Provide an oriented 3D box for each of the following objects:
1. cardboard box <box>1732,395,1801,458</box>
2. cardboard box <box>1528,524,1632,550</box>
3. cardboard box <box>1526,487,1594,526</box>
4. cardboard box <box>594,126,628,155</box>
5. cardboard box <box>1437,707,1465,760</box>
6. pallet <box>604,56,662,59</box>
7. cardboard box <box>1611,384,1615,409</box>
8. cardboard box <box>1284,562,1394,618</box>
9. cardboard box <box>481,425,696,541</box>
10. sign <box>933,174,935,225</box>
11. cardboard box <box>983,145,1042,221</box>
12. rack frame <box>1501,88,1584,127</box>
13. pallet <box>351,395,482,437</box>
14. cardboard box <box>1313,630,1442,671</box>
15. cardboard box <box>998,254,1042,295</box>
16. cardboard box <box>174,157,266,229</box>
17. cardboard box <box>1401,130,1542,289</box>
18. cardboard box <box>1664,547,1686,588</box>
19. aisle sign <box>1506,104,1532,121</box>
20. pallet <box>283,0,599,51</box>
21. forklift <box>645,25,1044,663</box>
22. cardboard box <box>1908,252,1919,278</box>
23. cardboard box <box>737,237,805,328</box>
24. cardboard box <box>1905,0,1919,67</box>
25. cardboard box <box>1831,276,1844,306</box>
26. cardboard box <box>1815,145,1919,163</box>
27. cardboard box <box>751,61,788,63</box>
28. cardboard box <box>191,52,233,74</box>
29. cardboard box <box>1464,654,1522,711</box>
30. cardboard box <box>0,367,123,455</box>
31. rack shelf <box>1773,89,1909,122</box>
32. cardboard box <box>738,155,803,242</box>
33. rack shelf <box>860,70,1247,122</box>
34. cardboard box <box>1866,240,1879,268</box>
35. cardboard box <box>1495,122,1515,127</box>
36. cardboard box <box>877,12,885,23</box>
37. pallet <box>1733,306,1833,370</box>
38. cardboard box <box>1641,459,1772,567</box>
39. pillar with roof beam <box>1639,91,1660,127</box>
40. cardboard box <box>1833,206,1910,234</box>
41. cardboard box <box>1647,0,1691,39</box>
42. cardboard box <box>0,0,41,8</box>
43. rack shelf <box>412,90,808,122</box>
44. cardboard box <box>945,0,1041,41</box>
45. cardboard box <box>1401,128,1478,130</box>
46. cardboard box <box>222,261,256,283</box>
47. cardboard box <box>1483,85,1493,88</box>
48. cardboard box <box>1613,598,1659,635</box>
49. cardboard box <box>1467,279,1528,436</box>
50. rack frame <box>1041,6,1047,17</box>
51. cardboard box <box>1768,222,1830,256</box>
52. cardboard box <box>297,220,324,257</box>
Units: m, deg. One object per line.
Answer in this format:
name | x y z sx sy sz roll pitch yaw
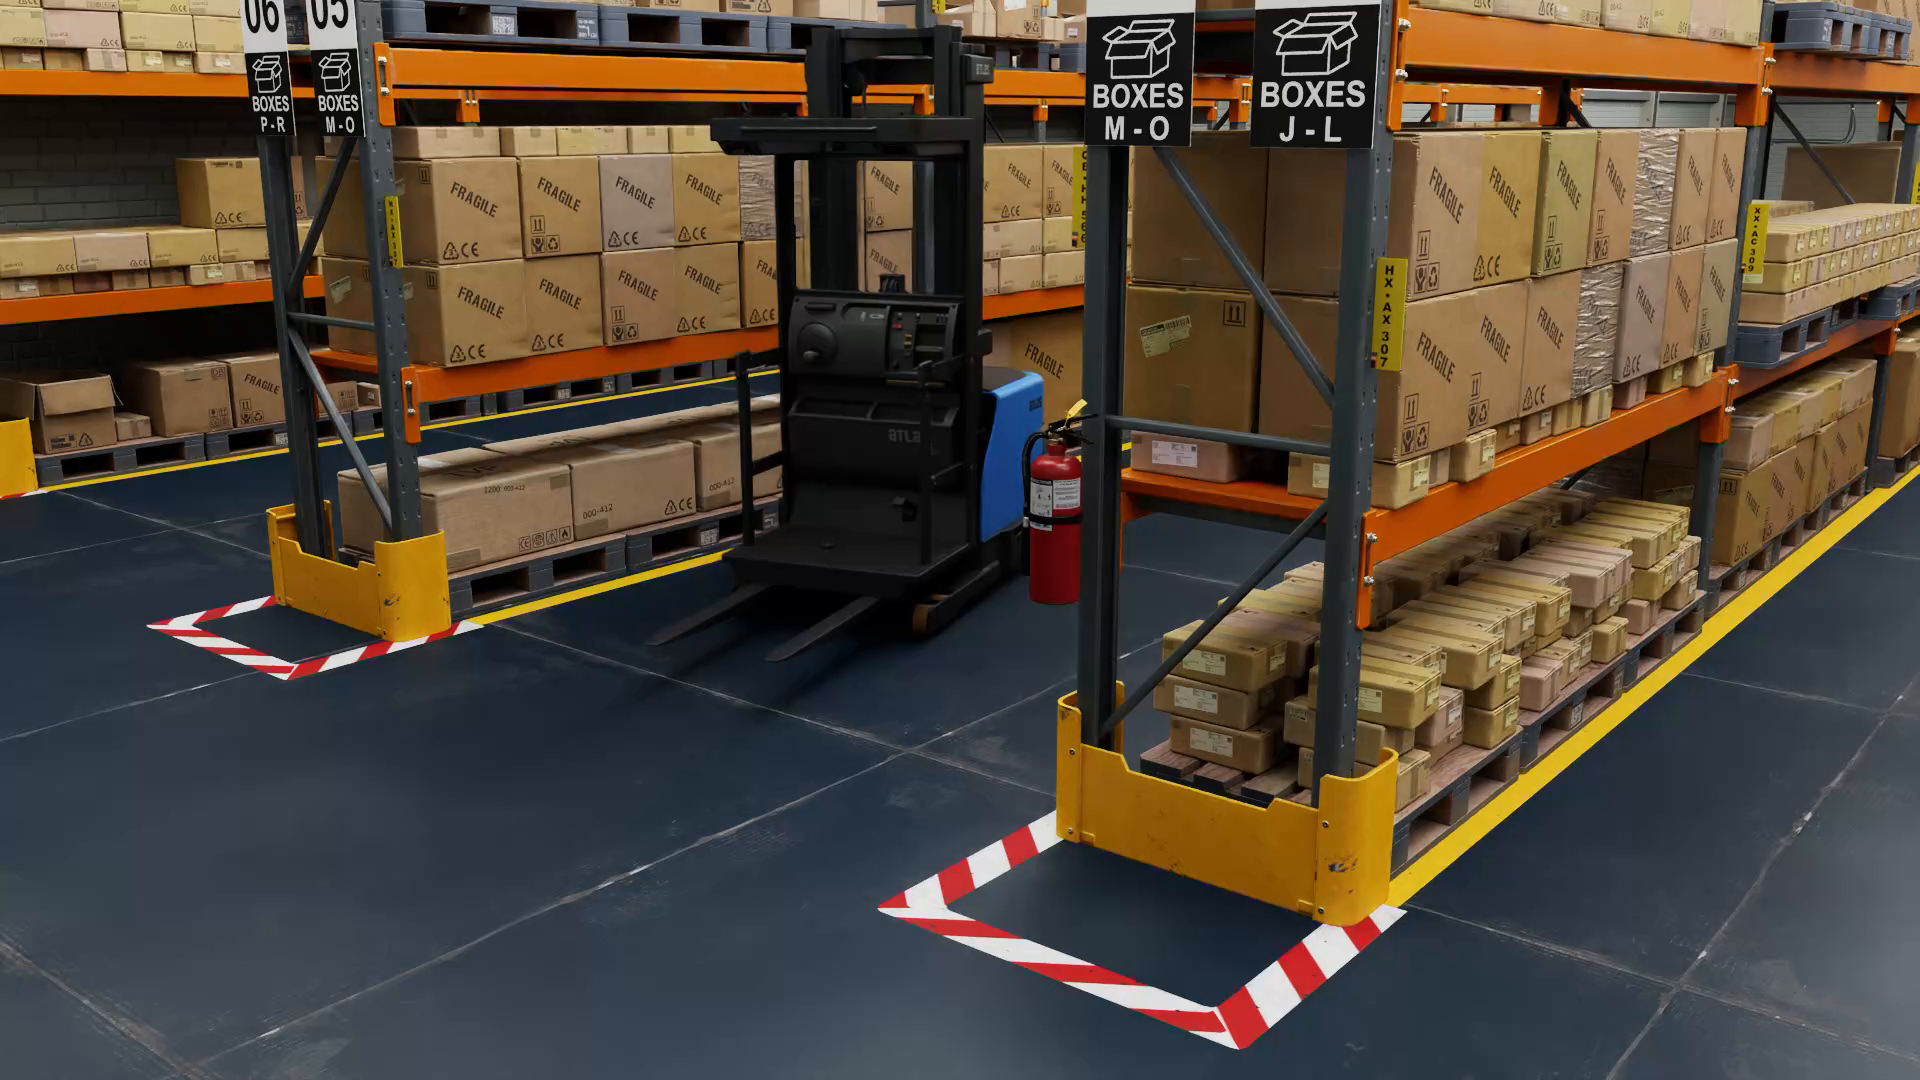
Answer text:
cardboard box | 4.349 -0.650 9.292 0.500 0.250 0.500 12 18 39
cardboard box | 2.821 0.048 7.571 0.380 0.149 0.250 12 19 39
cardboard box | 2.969 -0.168 8.421 0.380 0.149 0.250 12 19 40
cardboard box | -2.006 -2.150 8.943 0.380 0.149 0.250 11 18 38
cardboard box | 1.662 0.690 6.251 0.380 0.149 0.250 12 18 38
pallet | -3.316 -4.282 15.175 1.213 0.211 1.003 11 18 38
cardboard box | 2.527 -0.628 7.014 0.380 0.149 0.250 11 18 37
cardboard box | 1.572 0.215 6.913 0.380 0.149 0.250 12 19 40
cardboard box | -2.176 -0.353 9.770 0.875 0.438 0.875 12 18 39
sign | -0.135 -2.211 10.815 0.100 0.325 0.005 11 18 38
cardboard box | 0.231 -2.513 11.689 0.500 0.500 0.500 11 18 37
rack frame | 6.975 -4.137 20.314 1.000 3.000 0.127 11 18 38
pallet | -4.863 -1.123 14.115 1.003 0.211 1.213 11 18 38
cardboard box | 1.506 0.445 6.008 0.380 0.149 0.250 12 18 39
cardboard box | 0.239 -1.909 11.848 0.500 0.250 0.500 11 18 36
cardboard box | -5.507 -2.607 12.472 0.500 0.500 0.500 12 18 39
cardboard box | 1.633 -1.146 5.702 0.500 0.500 0.500 12 19 39
cardboard box | 3.235 0.105 7.949 0.380 0.149 0.250 10 17 35
aisle sign | 6.773 -5.456 20.230 0.394 0.787 0.004 11 18 38
pallet | -2.623 -2.627 8.460 1.003 0.211 1.213 11 18 38
forklift | -0.528 -1.057 8.331 1.130 2.935 3.031 6 15 21
cardboard box | 5.908 -1.774 10.672 0.380 0.149 0.250 12 18 38
cardboard box | -1.284 -1.561 9.971 0.500 0.500 0.500 11 18 37
cardboard box | 5.699 -3.211 10.377 0.500 0.500 0.500 11 18 38
cardboard box | 4.600 -1.376 9.104 0.380 0.149 0.250 10 18 35
cardboard box | 6.467 -2.572 11.923 0.700 0.500 0.500 11 18 37
cardboard box | -2.050 -4.617 16.419 0.500 0.250 0.500 11 18 36
cardboard box | -5.524 -3.476 12.130 0.380 0.149 0.250 11 18 38
cardboard box | 1.908 0.511 6.352 0.380 0.149 0.250 12 19 39
cardboard box | -6.486 -0.936 11.932 0.797 0.503 0.637 10 18 35
rack shelf | 7.117 -3.346 12.571 1.077 0.370 4.000 11 18 38
cardboard box | -1.287 -2.044 9.842 0.500 0.500 0.500 12 18 38
rack shelf | 0.690 -3.327 12.495 1.077 0.370 4.000 11 18 38
cardboard box | 5.095 -1.671 9.663 0.380 0.149 0.250 12 18 39
cardboard box | 5.581 -4.285 18.060 0.700 0.500 0.500 11 18 36
cardboard box | -1.032 -5.339 17.697 0.700 0.500 0.500 11 18 36
pallet | 3.940 -1.123 8.840 1.003 0.211 1.213 11 18 38
cardboard box | 4.017 -0.184 8.980 0.500 0.500 0.500 12 19 40
pillar with roof beam | 20.406 -11.748 38.091 9.100 9.000 0.400 11 18 38
cardboard box | 5.585 -1.965 10.216 0.380 0.149 0.250 12 19 39
cardboard box | 2.606 -2.146 6.691 0.500 0.250 0.500 11 18 37
cardboard box | -6.470 -3.654 11.006 0.500 0.250 0.500 11 18 37
rack shelf | -3.173 -4.094 15.516 1.077 0.370 4.000 11 18 38
cardboard box | 0.212 -3.668 11.322 0.500 0.500 0.500 11 18 37
cardboard box | 1.895 -1.429 6.818 0.500 0.500 0.500 10 18 36
cardboard box | -5.526 -2.031 12.537 0.380 0.149 0.250 12 18 39
cardboard box | 5.490 -4.922 17.823 0.380 0.149 0.250 11 18 36
cardboard box | 3.021 0.312 7.741 0.380 0.149 0.250 11 18 36
cardboard box | 1.646 -0.668 5.853 0.500 0.500 0.500 11 18 38
rack frame | 0.598 -7.046 19.581 1.000 3.000 0.127 11 18 38
cardboard box | 4.285 -1.569 8.657 0.380 0.149 0.250 11 18 38
cardboard box | -5.188 -2.350 12.984 0.500 0.250 0.500 11 18 37
